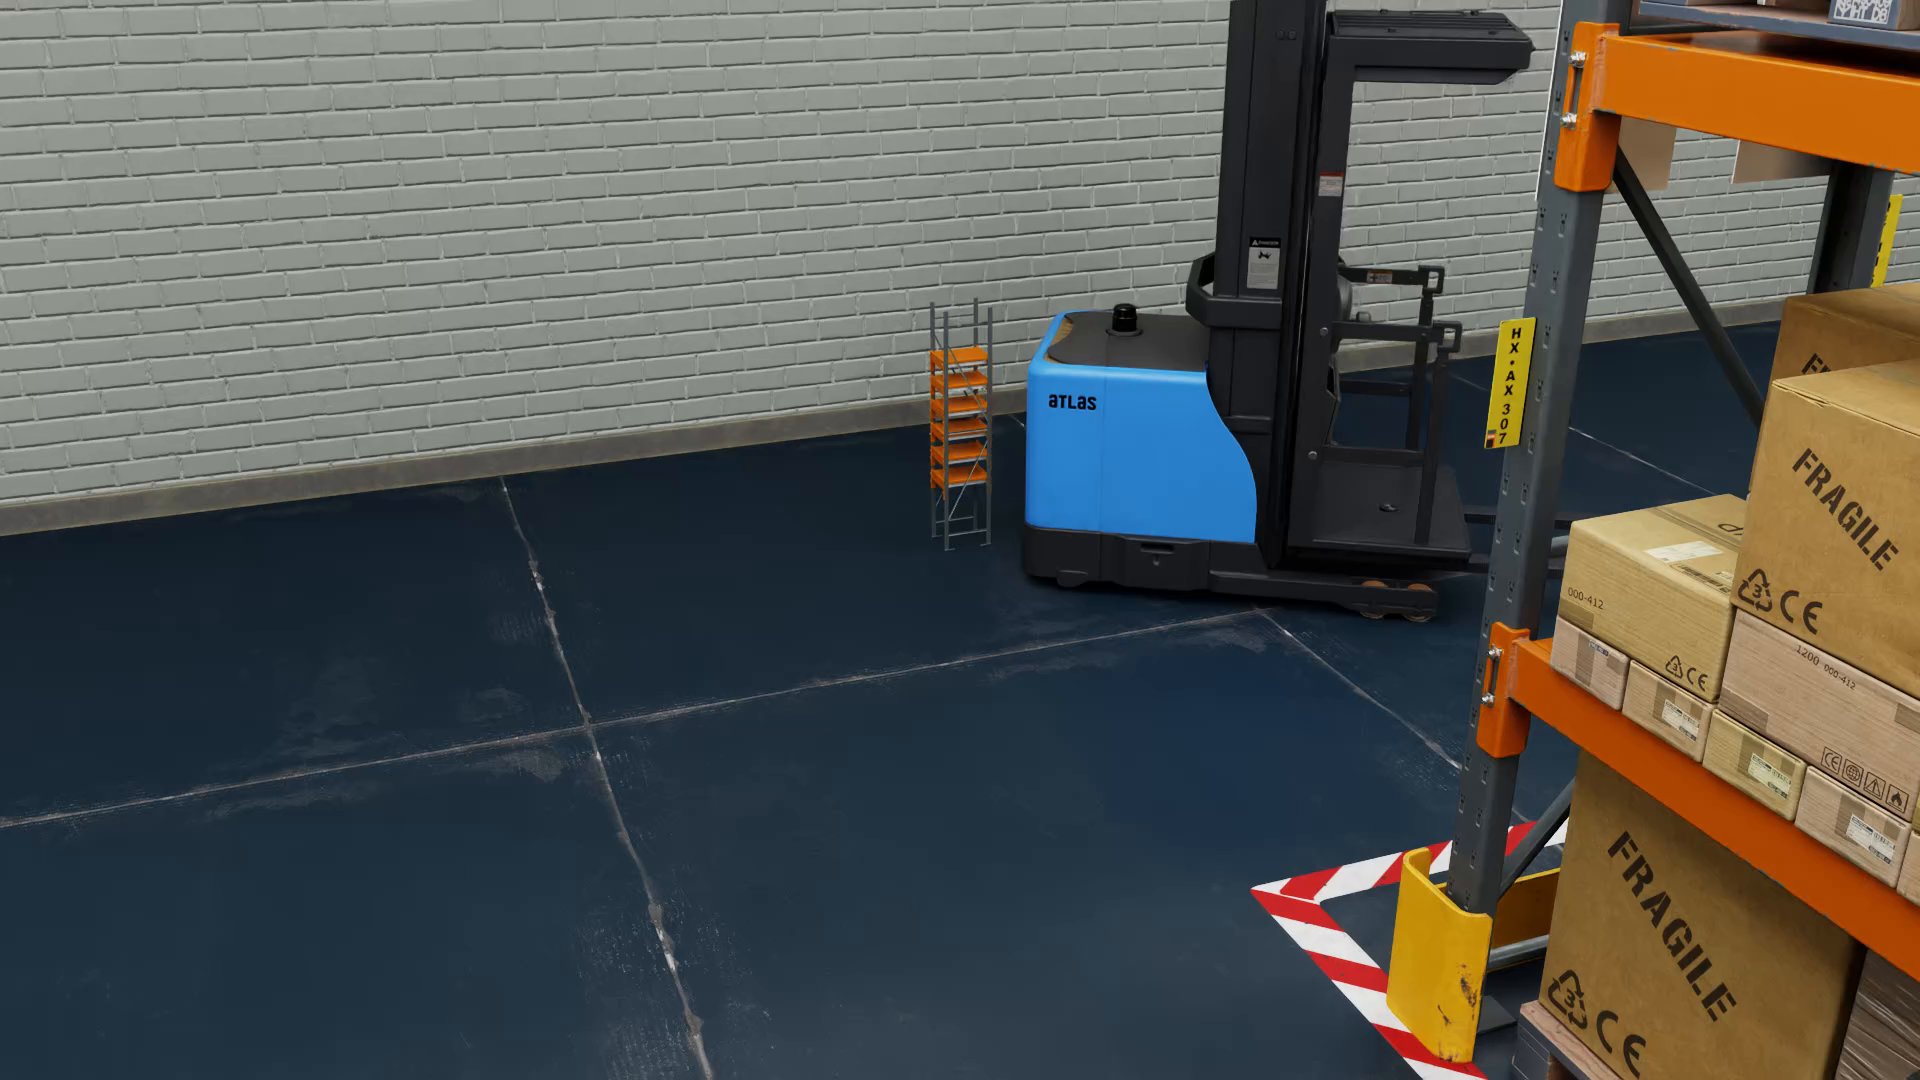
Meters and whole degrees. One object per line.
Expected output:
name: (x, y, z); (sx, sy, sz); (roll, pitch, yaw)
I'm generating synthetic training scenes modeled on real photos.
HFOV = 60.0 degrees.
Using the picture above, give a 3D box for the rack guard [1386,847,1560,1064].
rack guard: (1.861, 1.122, 4.945); (1.175, 0.500, 0.348); (-8, 24, -19)

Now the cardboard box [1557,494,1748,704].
cardboard box: (1.787, 0.122, 3.908); (0.500, 0.250, 0.500); (-9, 24, -20)

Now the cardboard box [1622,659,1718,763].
cardboard box: (1.779, 0.362, 3.853); (0.380, 0.149, 0.250); (-9, 24, -20)

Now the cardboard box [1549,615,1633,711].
cardboard box: (1.687, 0.269, 4.074); (0.380, 0.149, 0.250); (-8, 24, -18)

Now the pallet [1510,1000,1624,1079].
pallet: (2.226, 1.544, 4.316); (1.003, 0.211, 1.213); (-8, 24, -19)

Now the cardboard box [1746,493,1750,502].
cardboard box: (2.289, 0.050, 4.078); (0.500, 0.250, 0.500); (-9, 24, -20)

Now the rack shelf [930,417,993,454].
rack shelf: (0.005, -0.507, 8.022); (0.258, 0.103, 0.180); (-8, 24, -19)

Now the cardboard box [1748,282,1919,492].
cardboard box: (2.288, -0.294, 3.930); (0.500, 0.500, 0.500); (-8, 24, -18)

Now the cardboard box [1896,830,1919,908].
cardboard box: (2.051, 0.642, 3.188); (0.380, 0.149, 0.250); (-9, 24, -20)

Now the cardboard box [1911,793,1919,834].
cardboard box: (2.151, 0.493, 3.028); (0.500, 0.250, 0.500); (-9, 25, -21)

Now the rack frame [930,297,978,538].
rack frame: (-0.027, -0.581, 8.083); (0.240, 1.200, 0.006); (-8, 24, -19)

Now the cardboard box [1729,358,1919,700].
cardboard box: (1.964, -0.042, 3.331); (0.500, 0.500, 0.500); (-9, 24, -20)

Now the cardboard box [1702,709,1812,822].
cardboard box: (1.869, 0.455, 3.632); (0.380, 0.149, 0.250); (-9, 24, -20)

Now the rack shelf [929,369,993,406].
rack shelf: (0.005, -0.728, 7.929); (0.258, 0.103, 0.180); (-8, 24, -19)

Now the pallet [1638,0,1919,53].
pallet: (2.142, -1.095, 3.237); (1.003, 0.211, 1.213); (-8, 24, -19)

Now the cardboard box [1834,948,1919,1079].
cardboard box: (2.492, 1.317, 3.459); (0.875, 0.875, 0.875); (-8, 24, -19)

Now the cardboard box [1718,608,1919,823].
cardboard box: (1.977, 0.310, 3.462); (0.500, 0.250, 0.500); (-9, 24, -20)

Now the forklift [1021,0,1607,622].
forklift: (1.855, -1.211, 7.350); (3.031, 2.935, 1.130); (4, 23, 10)

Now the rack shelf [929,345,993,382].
rack shelf: (0.005, -0.838, 7.882); (0.258, 0.103, 0.180); (-8, 24, -19)

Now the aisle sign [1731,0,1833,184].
aisle sign: (2.125, -1.286, 4.093); (0.394, 0.787, 0.004); (-8, 24, -19)

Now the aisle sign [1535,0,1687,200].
aisle sign: (1.564, -1.204, 3.898); (0.394, 0.787, 0.004); (-8, 24, -19)

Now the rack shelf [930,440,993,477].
rack shelf: (0.005, -0.396, 8.068); (0.258, 0.103, 0.180); (-8, 24, -19)

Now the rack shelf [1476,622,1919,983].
rack shelf: (2.576, 1.037, 2.854); (1.077, 0.370, 4.000); (-8, 24, -19)

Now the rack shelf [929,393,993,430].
rack shelf: (0.005, -0.617, 7.975); (0.258, 0.103, 0.180); (-8, 24, -19)

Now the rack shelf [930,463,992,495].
rack shelf: (0.005, -0.286, 8.115); (0.258, 0.103, 0.180); (-8, 24, -19)

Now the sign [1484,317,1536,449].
sign: (1.349, -0.383, 4.079); (0.100, 0.325, 0.005); (-8, 24, -19)

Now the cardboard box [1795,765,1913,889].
cardboard box: (1.963, 0.549, 3.408); (0.380, 0.149, 0.250); (-9, 24, -20)

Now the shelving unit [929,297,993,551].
shelving unit: (0.005, -0.548, 8.004); (0.258, 1.200, 0.189); (-8, 24, -19)

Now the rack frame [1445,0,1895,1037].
rack frame: (1.870, -0.021, 4.438); (1.000, 3.000, 0.127); (-8, 24, -19)

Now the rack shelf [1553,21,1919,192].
rack shelf: (2.576, -0.345, 2.271); (1.077, 0.370, 4.000); (-8, 24, -19)

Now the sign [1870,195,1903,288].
sign: (2.382, -0.733, 4.332); (0.100, 0.325, 0.005); (-8, 24, -19)

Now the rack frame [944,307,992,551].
rack frame: (0.037, -0.514, 7.926); (0.240, 1.200, 0.006); (-8, 24, -19)

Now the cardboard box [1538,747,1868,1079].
cardboard box: (2.171, 0.986, 4.244); (0.875, 0.875, 0.875); (-8, 24, -19)
